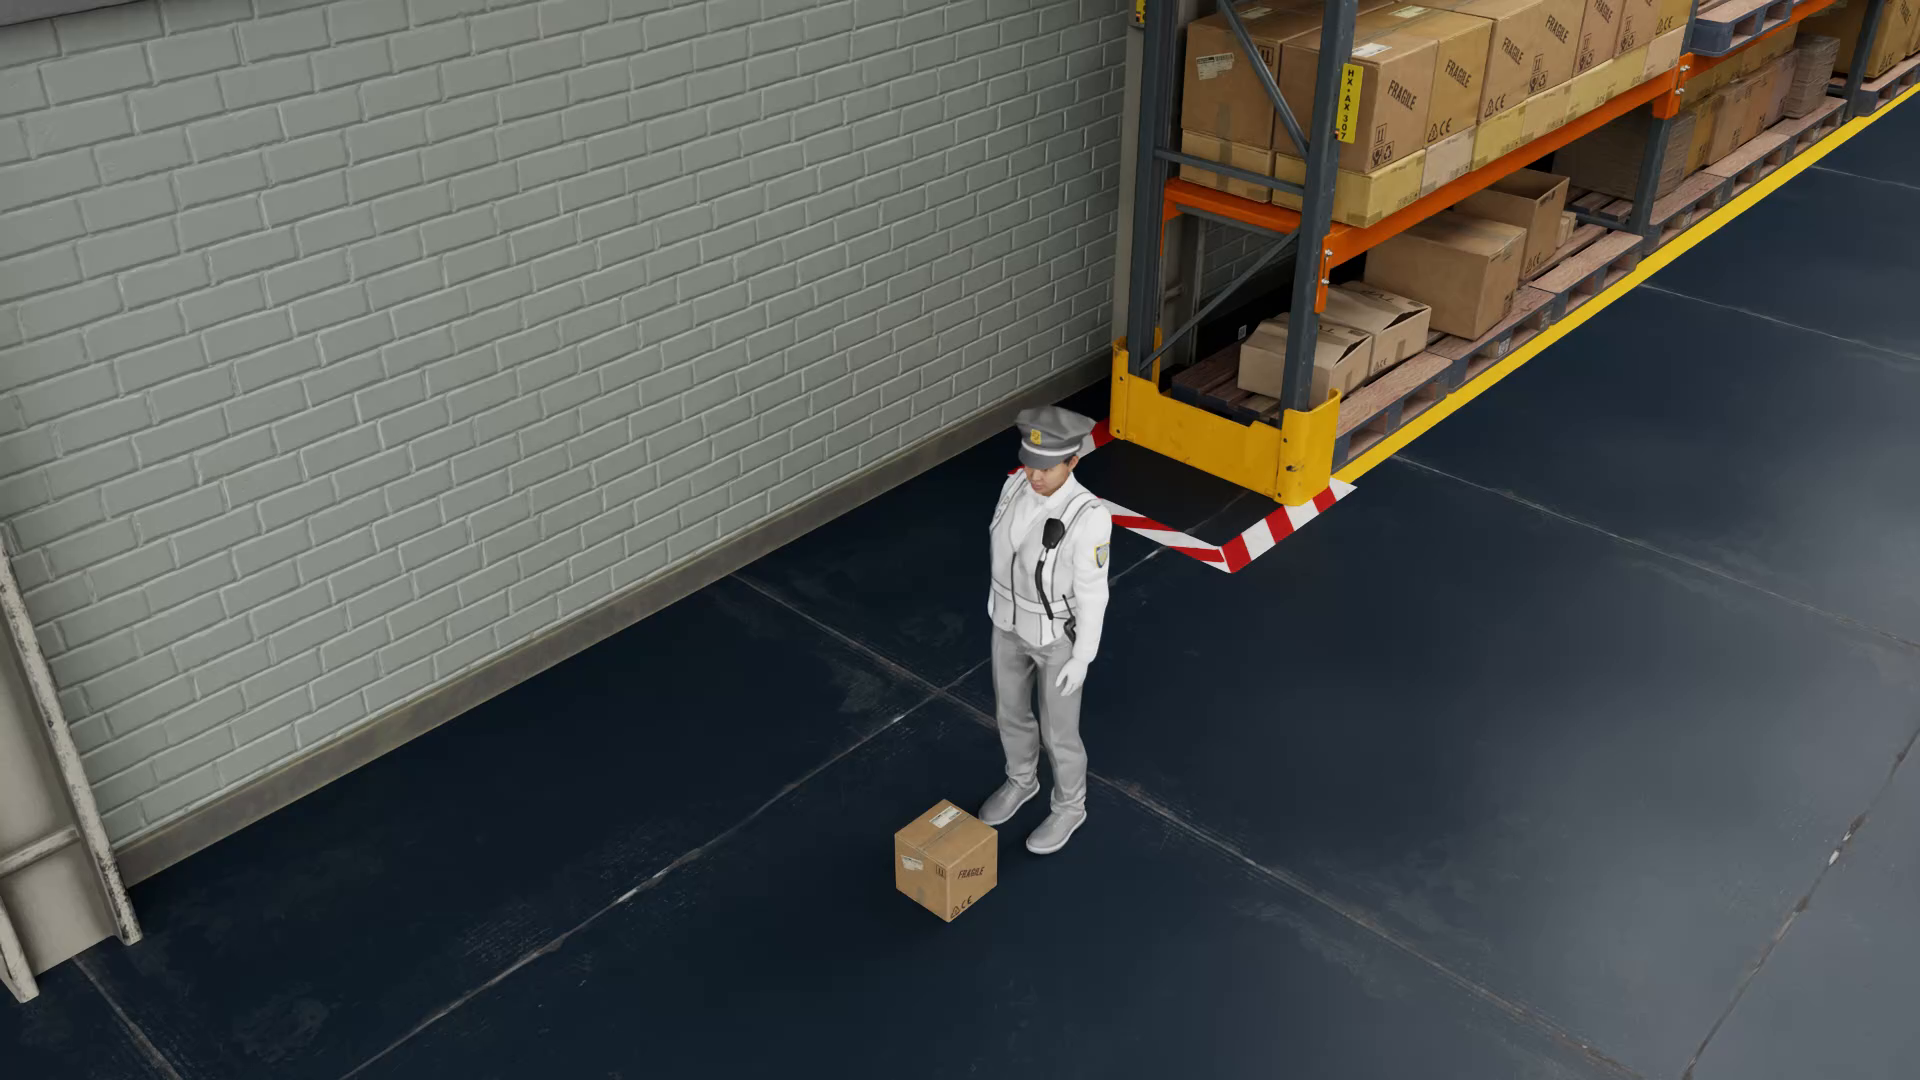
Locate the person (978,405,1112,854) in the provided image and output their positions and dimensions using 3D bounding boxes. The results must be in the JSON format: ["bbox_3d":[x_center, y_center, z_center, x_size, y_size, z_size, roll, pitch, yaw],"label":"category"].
[{"bbox_3d":[0.275,0.325,5.608,0.468,1.670,0.329,26,40,36],"label":"person"}]
